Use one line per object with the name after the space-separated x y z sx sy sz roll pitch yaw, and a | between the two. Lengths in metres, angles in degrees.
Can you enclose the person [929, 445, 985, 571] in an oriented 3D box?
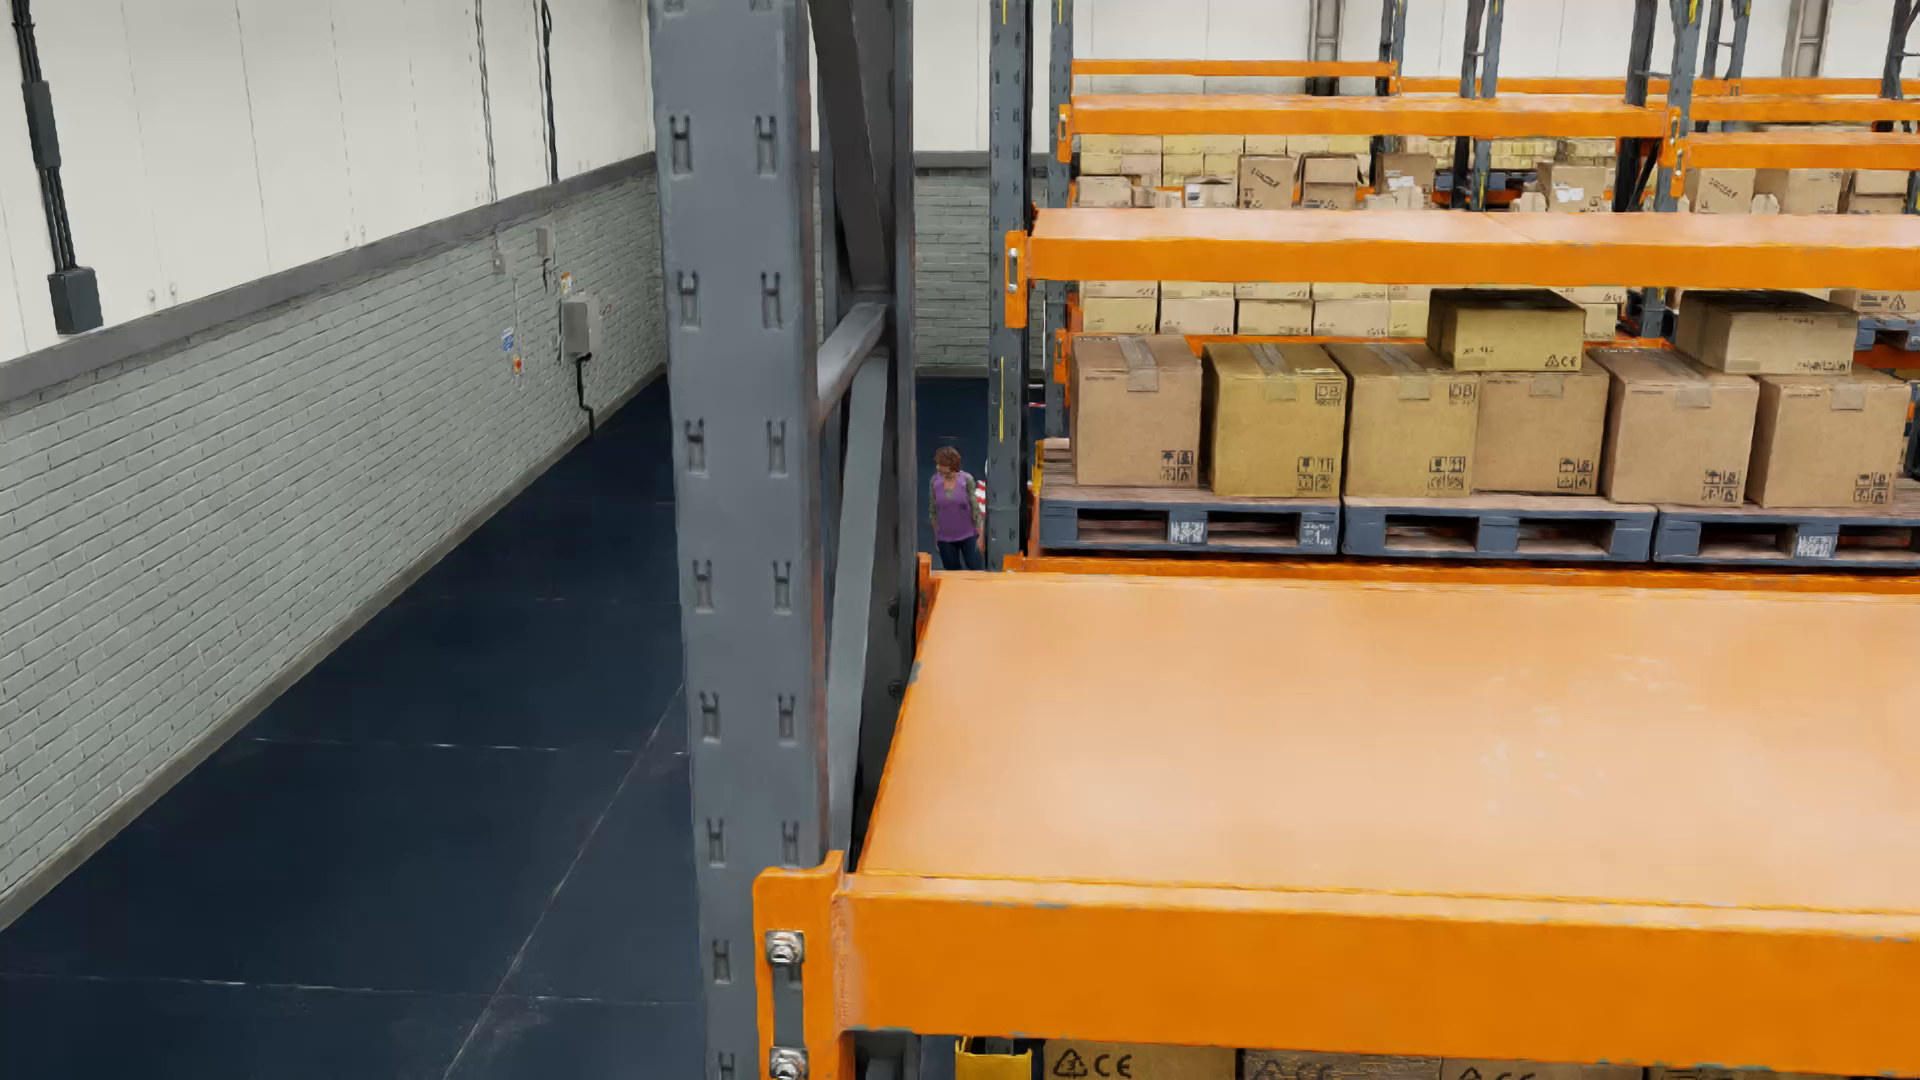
0.015 0.001 13.593 0.547 1.578 0.415 1 18 4 | person
